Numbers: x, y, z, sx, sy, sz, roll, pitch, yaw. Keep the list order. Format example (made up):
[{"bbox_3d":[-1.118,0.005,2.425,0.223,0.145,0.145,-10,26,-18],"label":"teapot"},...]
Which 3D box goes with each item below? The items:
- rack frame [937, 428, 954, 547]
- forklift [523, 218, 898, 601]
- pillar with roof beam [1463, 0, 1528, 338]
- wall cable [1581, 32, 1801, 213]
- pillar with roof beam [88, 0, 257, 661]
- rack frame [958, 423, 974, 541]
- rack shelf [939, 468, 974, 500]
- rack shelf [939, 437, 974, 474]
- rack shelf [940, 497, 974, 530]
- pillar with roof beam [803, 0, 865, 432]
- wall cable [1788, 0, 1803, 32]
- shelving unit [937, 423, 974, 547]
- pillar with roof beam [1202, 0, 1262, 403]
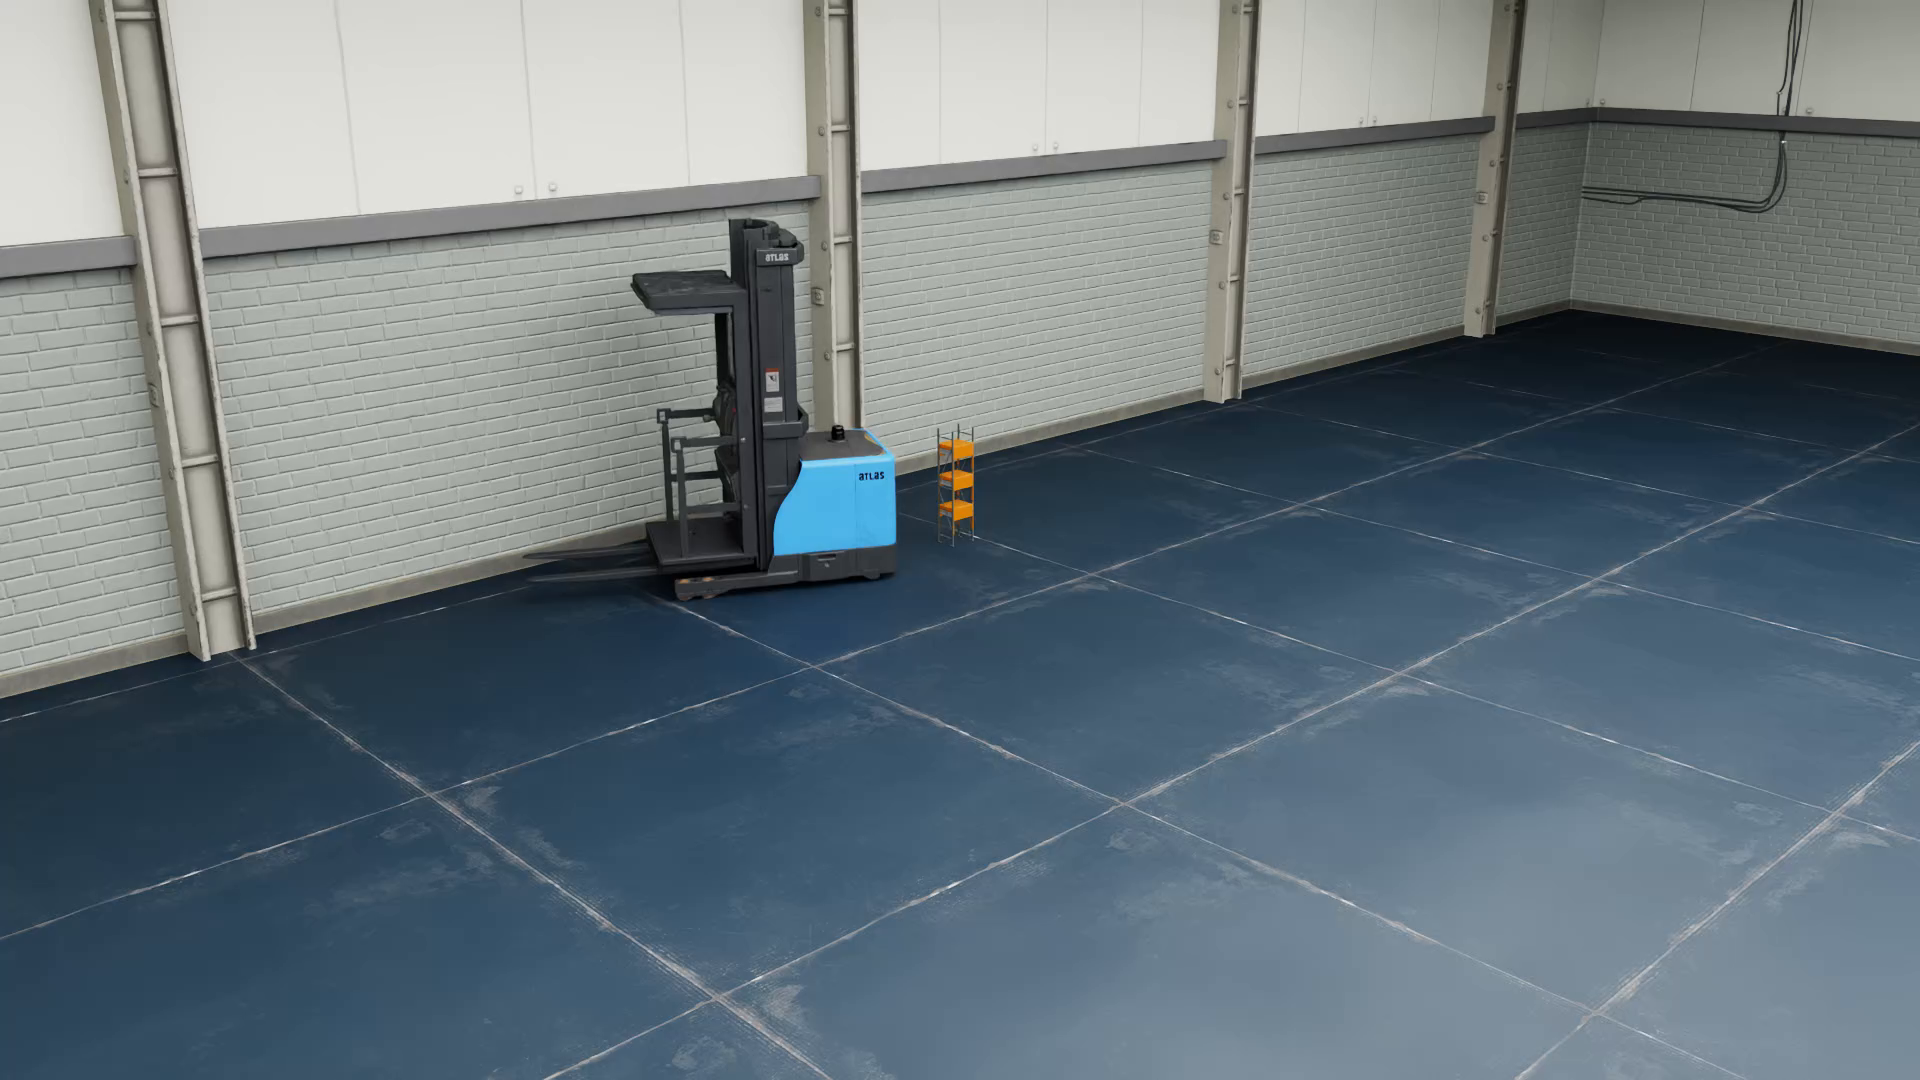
[{"bbox_3d":[-0.127,-0.462,14.708,0.008,1.050,0.200,-16,24,-41],"label":"rack frame"},{"bbox_3d":[-2.098,-1.085,13.577,3.031,2.935,1.130,-5,19,-16],"label":"forklift"},{"bbox_3d":[10.510,-6.312,19.863,0.400,9.000,9.100,-16,24,-41],"label":"pillar with roof beam"},{"bbox_3d":[10.601,-6.128,24.329,0.112,2.526,3.097,-16,24,-41],"label":"wall cable"},{"bbox_3d":[-2.569,-2.498,8.100,0.400,9.000,9.100,-16,24,-41],"label":"pillar with roof beam"},{"bbox_3d":[0.050,-0.514,14.868,0.008,1.050,0.200,-16,24,-41],"label":"rack frame"},{"bbox_3d":[-0.039,-0.478,14.791,0.240,0.259,0.215,-16,24,-41],"label":"rack shelf"},{"bbox_3d":[-0.039,-0.748,14.704,0.240,0.259,0.215,-16,24,-41],"label":"rack shelf"},{"bbox_3d":[-0.039,-0.214,14.877,0.240,0.259,0.215,-16,24,-41],"label":"rack shelf"},{"bbox_3d":[1.790,-3.770,12.021,0.400,9.000,9.100,-16,24,-41],"label":"pillar with roof beam"},{"bbox_3d":[12.460,-7.924,21.681,0.112,2.526,3.097,-16,24,-41],"label":"wall cable"},{"bbox_3d":[-0.039,-0.488,14.788,0.252,1.050,0.215,-16,24,-41],"label":"shelving unit"},{"bbox_3d":[6.150,-5.041,15.942,0.400,9.000,9.100,-16,24,-41],"label":"pillar with roof beam"}]
